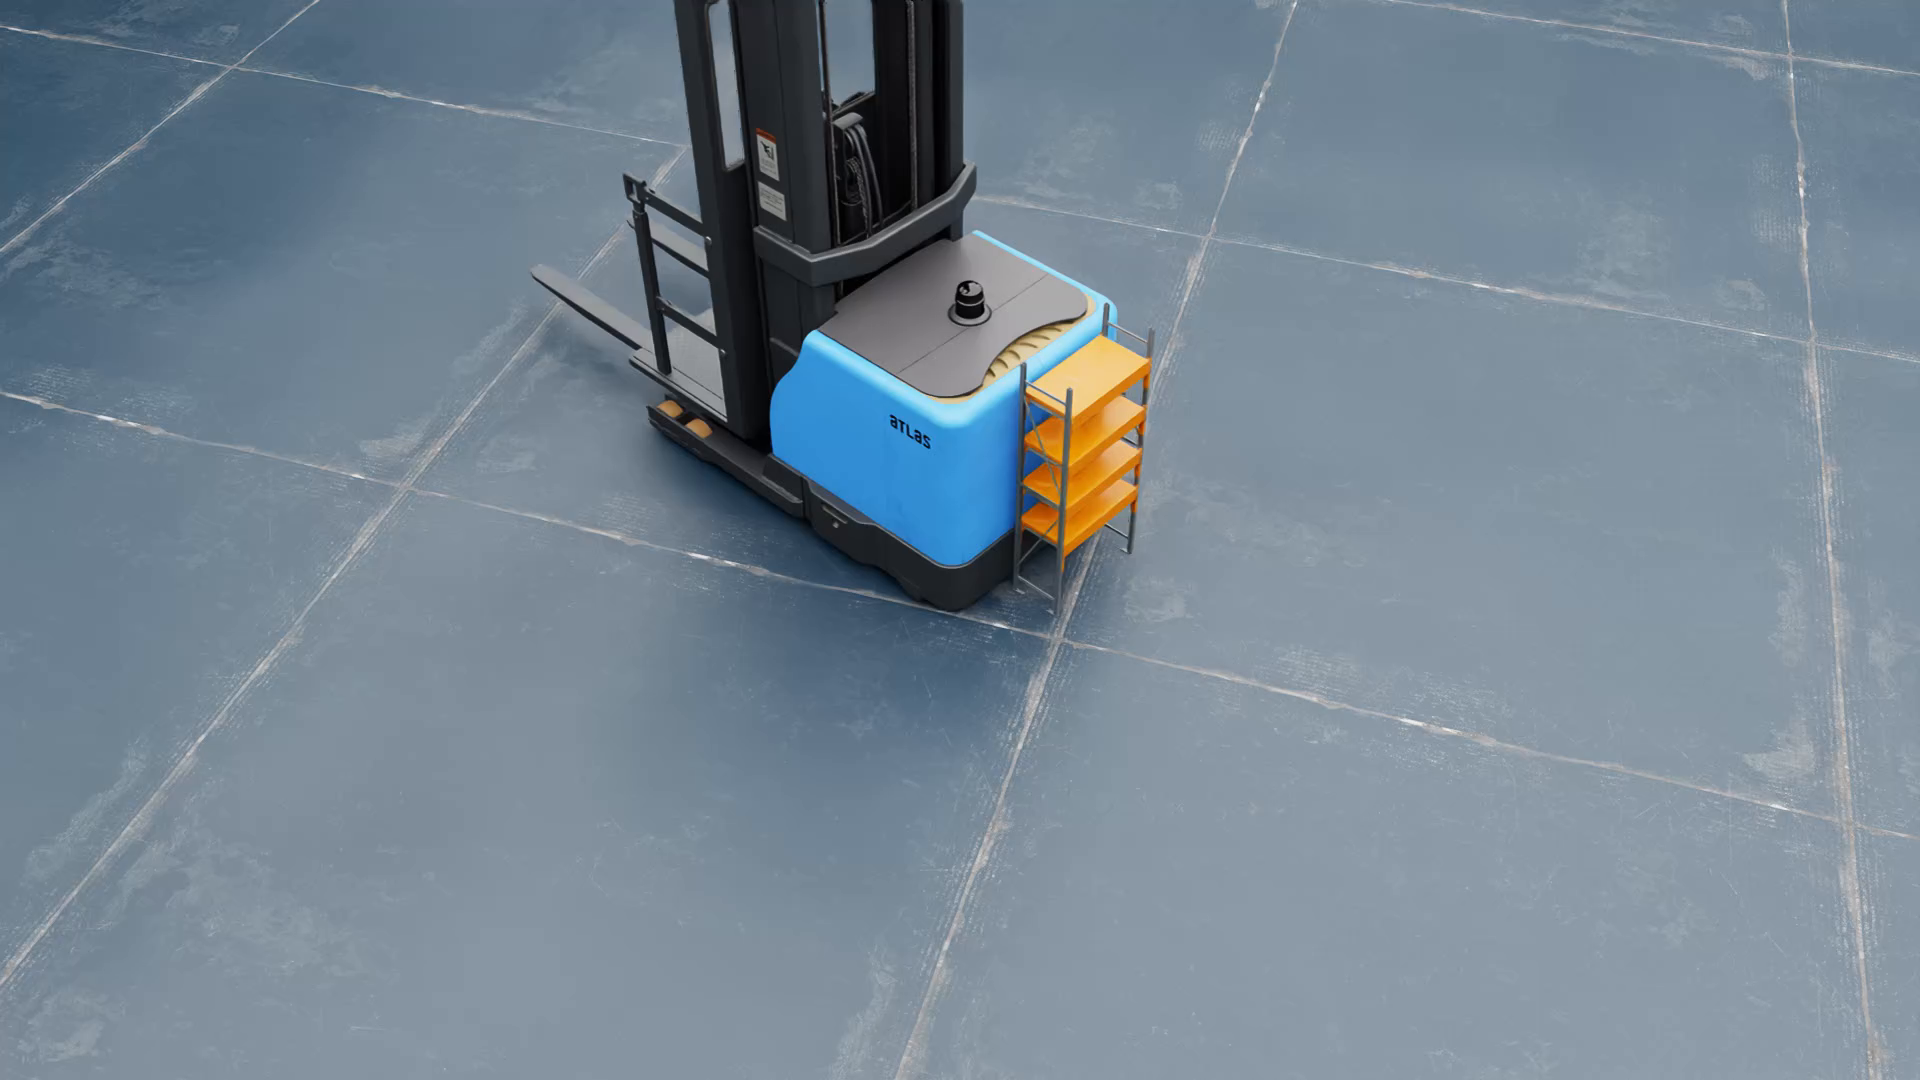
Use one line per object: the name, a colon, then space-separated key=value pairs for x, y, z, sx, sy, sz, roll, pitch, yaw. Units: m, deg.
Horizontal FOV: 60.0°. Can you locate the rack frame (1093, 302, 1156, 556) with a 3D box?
rack frame: x=0.642 y=-0.422 z=6.722 sx=0.240 sy=1.200 sz=0.015 roll=32 pitch=53 yaw=29

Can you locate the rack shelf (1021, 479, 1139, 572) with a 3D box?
rack shelf: x=0.478 y=-0.105 z=6.779 sx=0.258 sy=0.148 sz=0.480 roll=32 pitch=53 yaw=29

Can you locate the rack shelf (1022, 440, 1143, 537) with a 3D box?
rack shelf: x=0.478 y=-0.247 z=6.640 sx=0.258 sy=0.148 sz=0.480 roll=32 pitch=53 yaw=29

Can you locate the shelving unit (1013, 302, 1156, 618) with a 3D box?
shelving unit: x=0.478 y=-0.295 z=6.593 sx=0.258 sy=1.200 sz=0.503 roll=32 pitch=53 yaw=29

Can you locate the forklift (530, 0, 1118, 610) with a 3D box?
forklift: x=-0.782 y=-1.669 z=6.759 sx=3.031 sy=2.935 sz=1.130 roll=33 pitch=53 yaw=29

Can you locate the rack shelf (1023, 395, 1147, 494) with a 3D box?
rack shelf: x=0.478 y=-0.407 z=6.484 sx=0.258 sy=0.148 sz=0.480 roll=32 pitch=53 yaw=29

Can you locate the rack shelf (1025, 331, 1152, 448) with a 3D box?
rack shelf: x=0.478 y=-0.576 z=6.318 sx=0.258 sy=0.148 sz=0.480 roll=32 pitch=53 yaw=29

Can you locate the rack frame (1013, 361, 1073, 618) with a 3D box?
rack frame: x=0.314 y=-0.169 z=6.464 sx=0.240 sy=1.200 sz=0.015 roll=32 pitch=53 yaw=29
